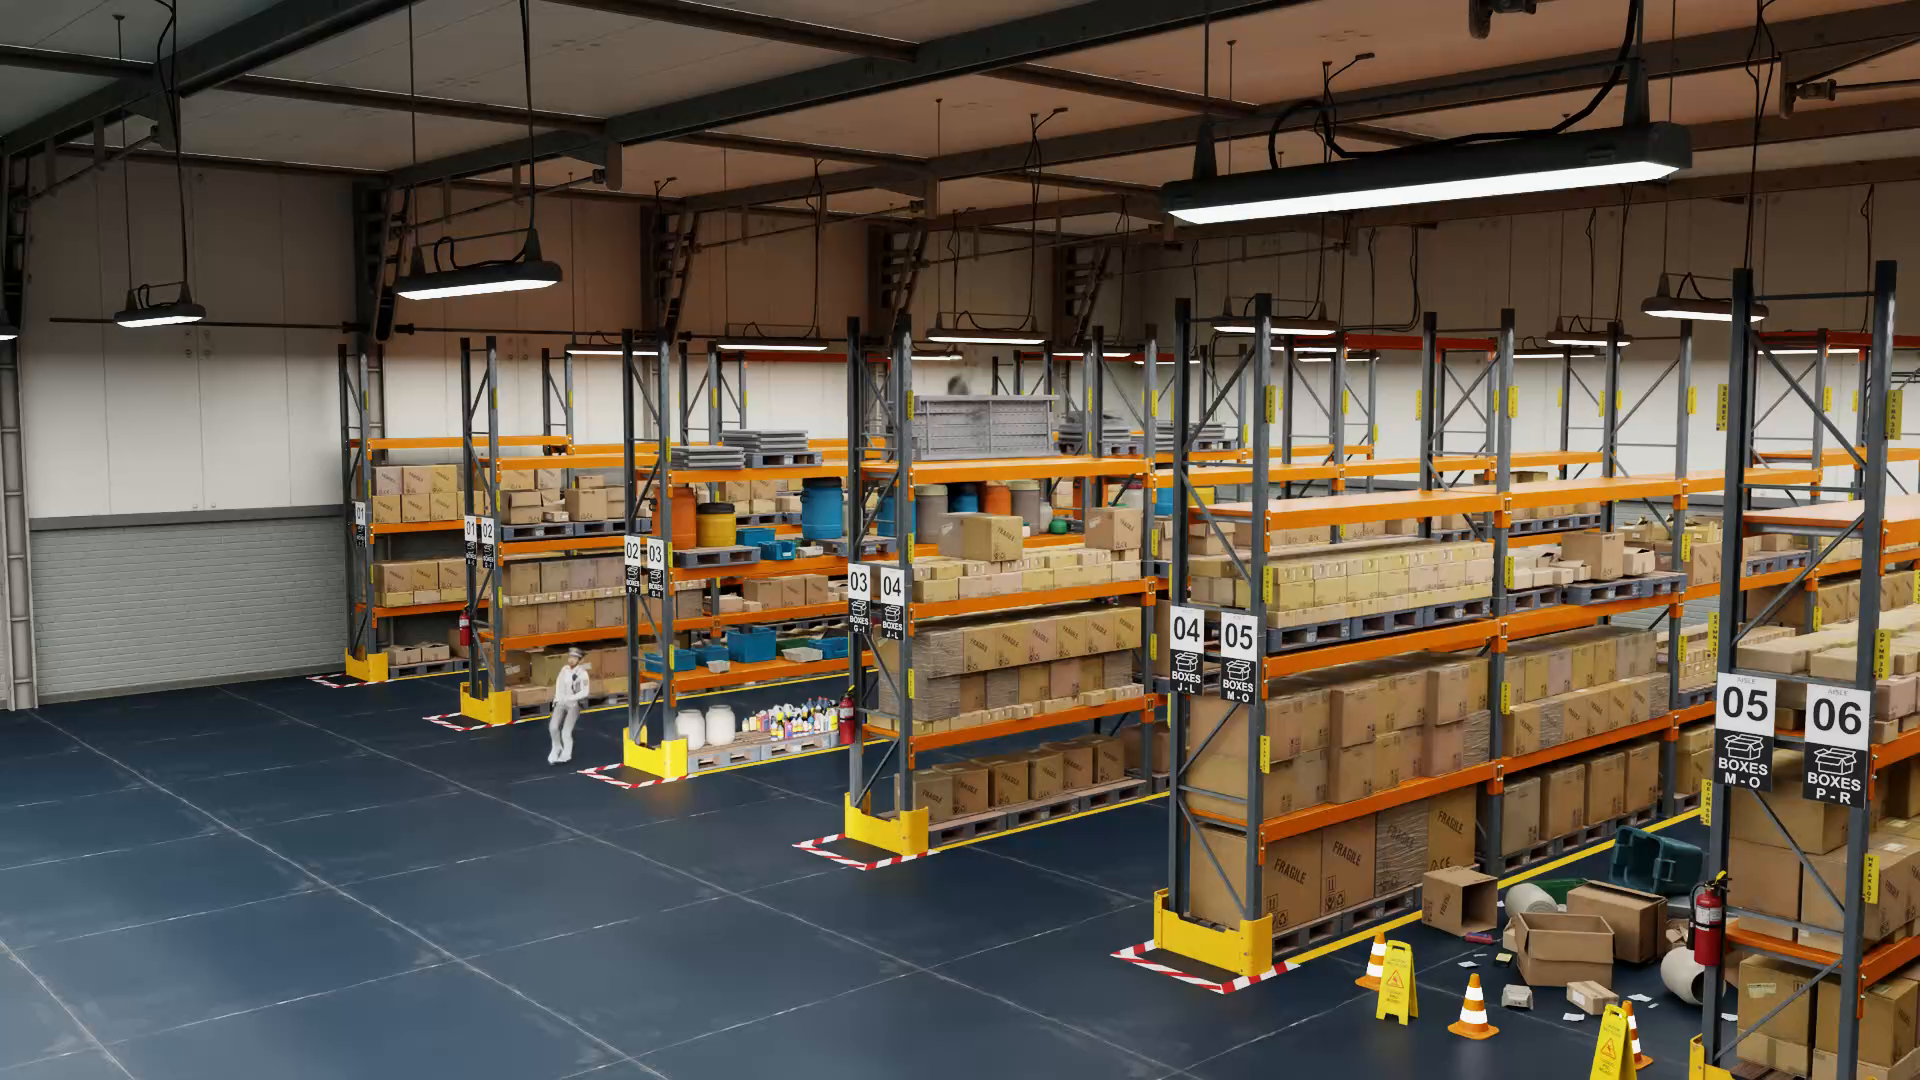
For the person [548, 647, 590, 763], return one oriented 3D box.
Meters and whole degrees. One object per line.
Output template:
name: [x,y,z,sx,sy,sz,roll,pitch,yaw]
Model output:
person: [-5.387,2.285,22.887,0.604,1.629,0.603,1,5,13]
